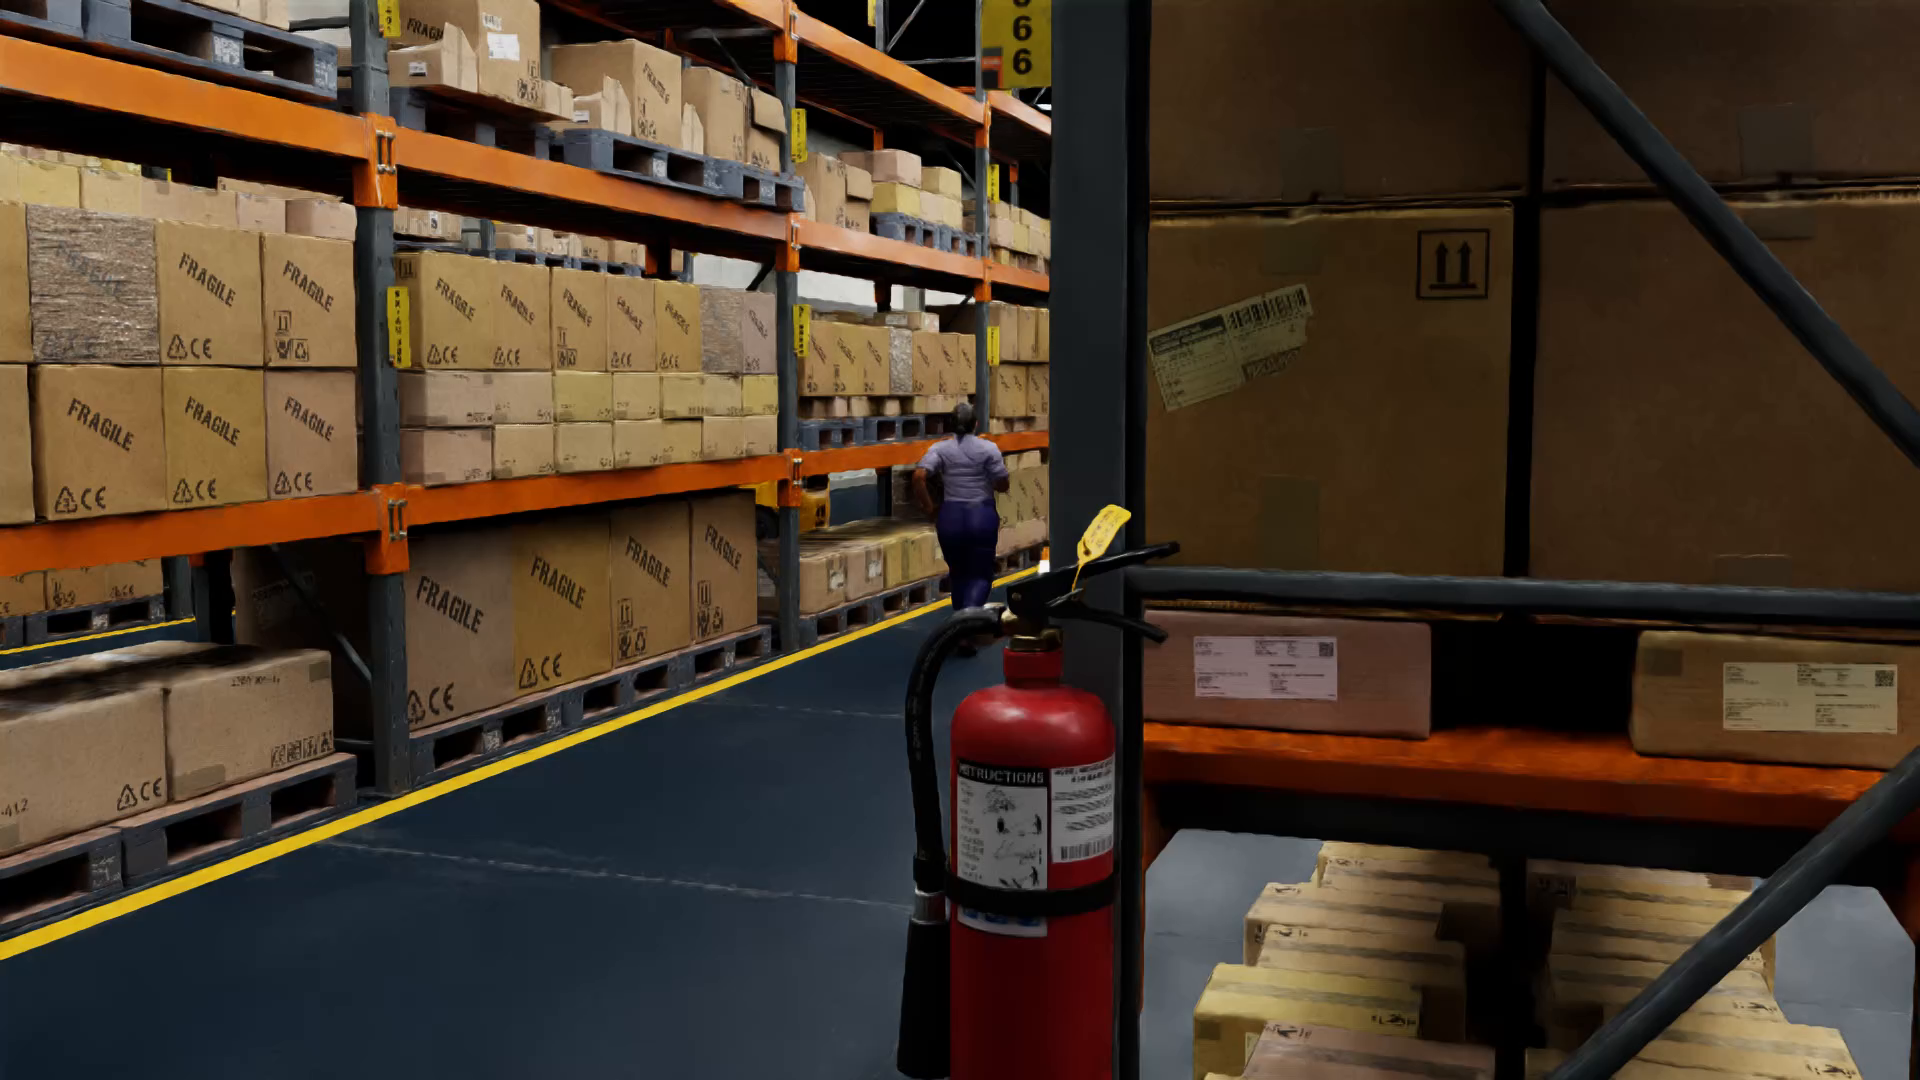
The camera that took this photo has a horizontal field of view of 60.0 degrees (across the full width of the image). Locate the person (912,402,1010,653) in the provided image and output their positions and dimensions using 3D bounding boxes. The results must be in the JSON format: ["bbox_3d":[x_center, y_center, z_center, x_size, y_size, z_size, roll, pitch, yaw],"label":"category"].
[{"bbox_3d":[0.074,-0.081,10.850,0.566,1.638,0.799,2,6,18],"label":"person"}]
